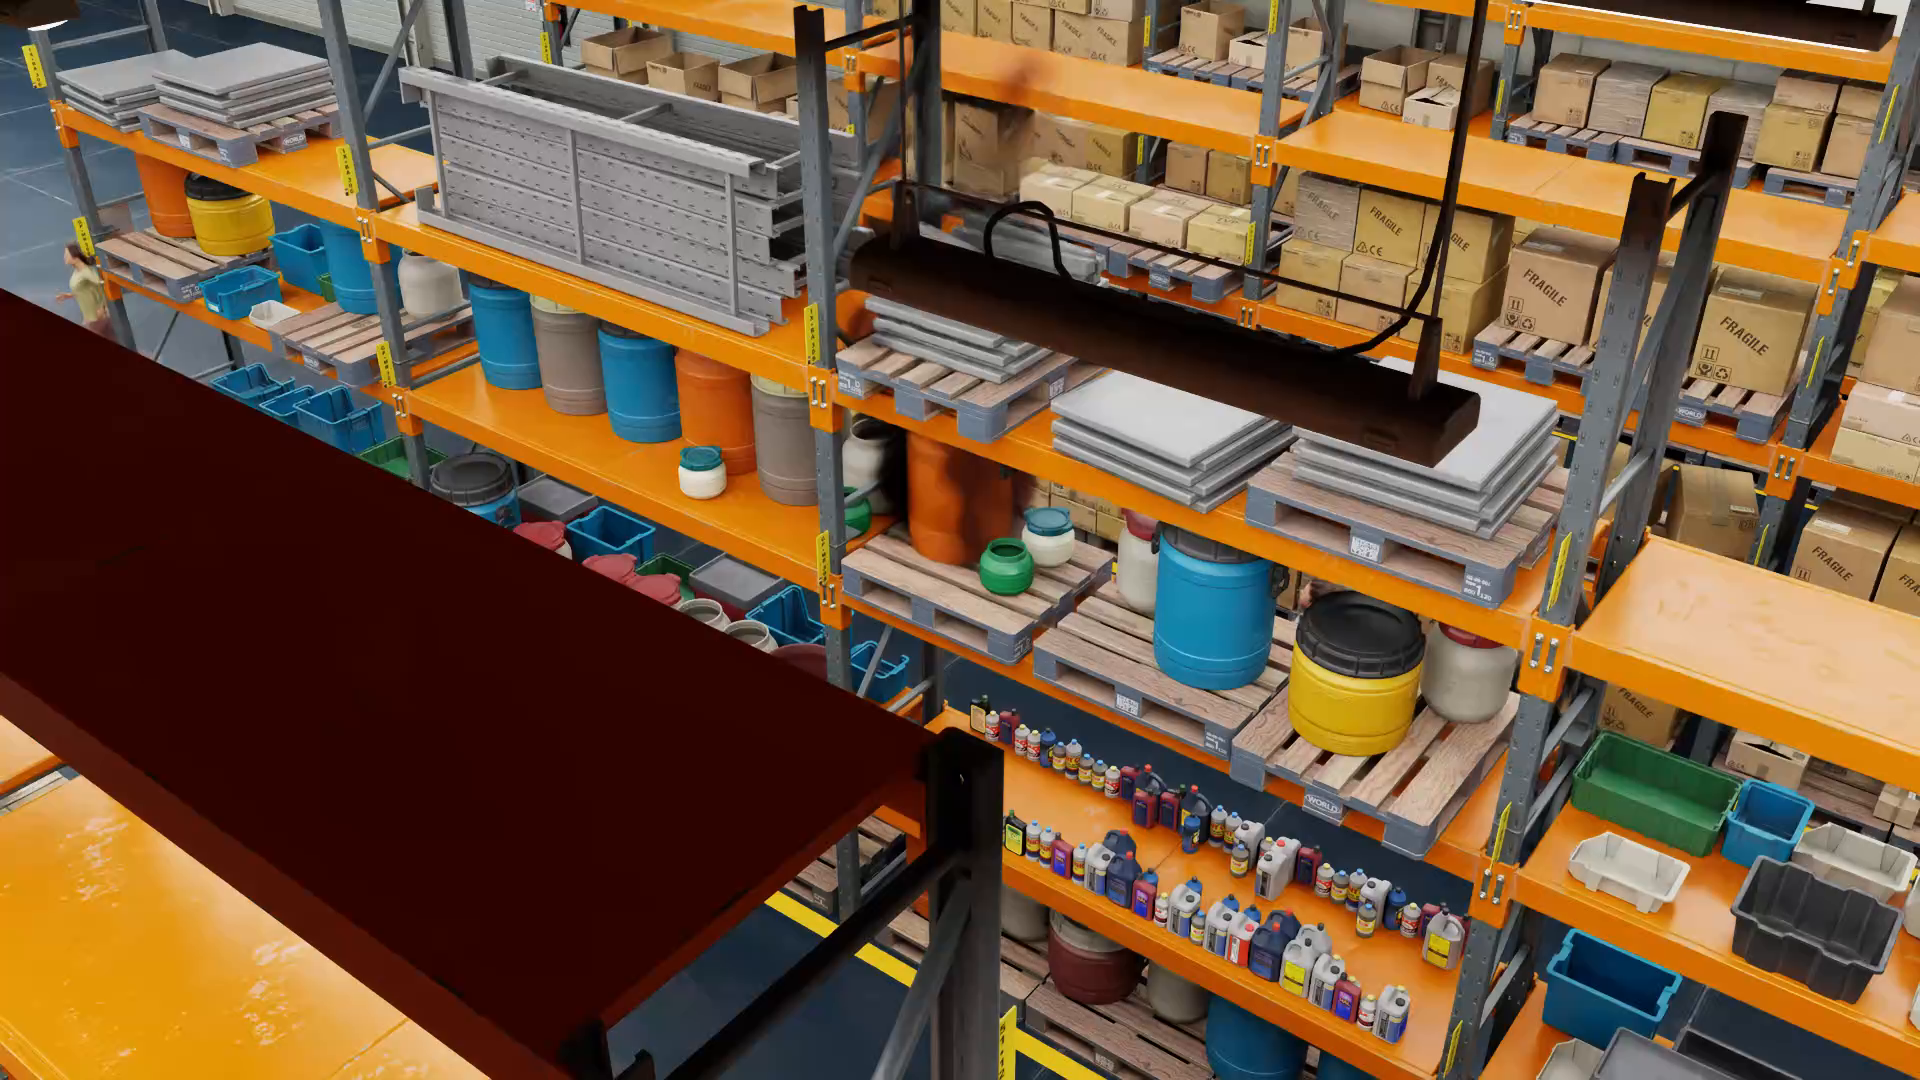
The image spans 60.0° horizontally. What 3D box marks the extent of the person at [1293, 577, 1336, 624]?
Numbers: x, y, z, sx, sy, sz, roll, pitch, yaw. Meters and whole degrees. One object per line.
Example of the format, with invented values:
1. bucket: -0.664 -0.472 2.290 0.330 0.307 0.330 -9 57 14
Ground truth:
1. person: 2.356 0.941 11.618 0.515 1.641 0.559 13 34 20

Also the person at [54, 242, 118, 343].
1. person: -9.054 -2.306 17.486 0.711 1.736 0.597 -14 34 -22

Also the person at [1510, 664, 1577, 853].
1. person: 3.754 1.282 11.034 0.898 1.741 0.645 17 35 26
